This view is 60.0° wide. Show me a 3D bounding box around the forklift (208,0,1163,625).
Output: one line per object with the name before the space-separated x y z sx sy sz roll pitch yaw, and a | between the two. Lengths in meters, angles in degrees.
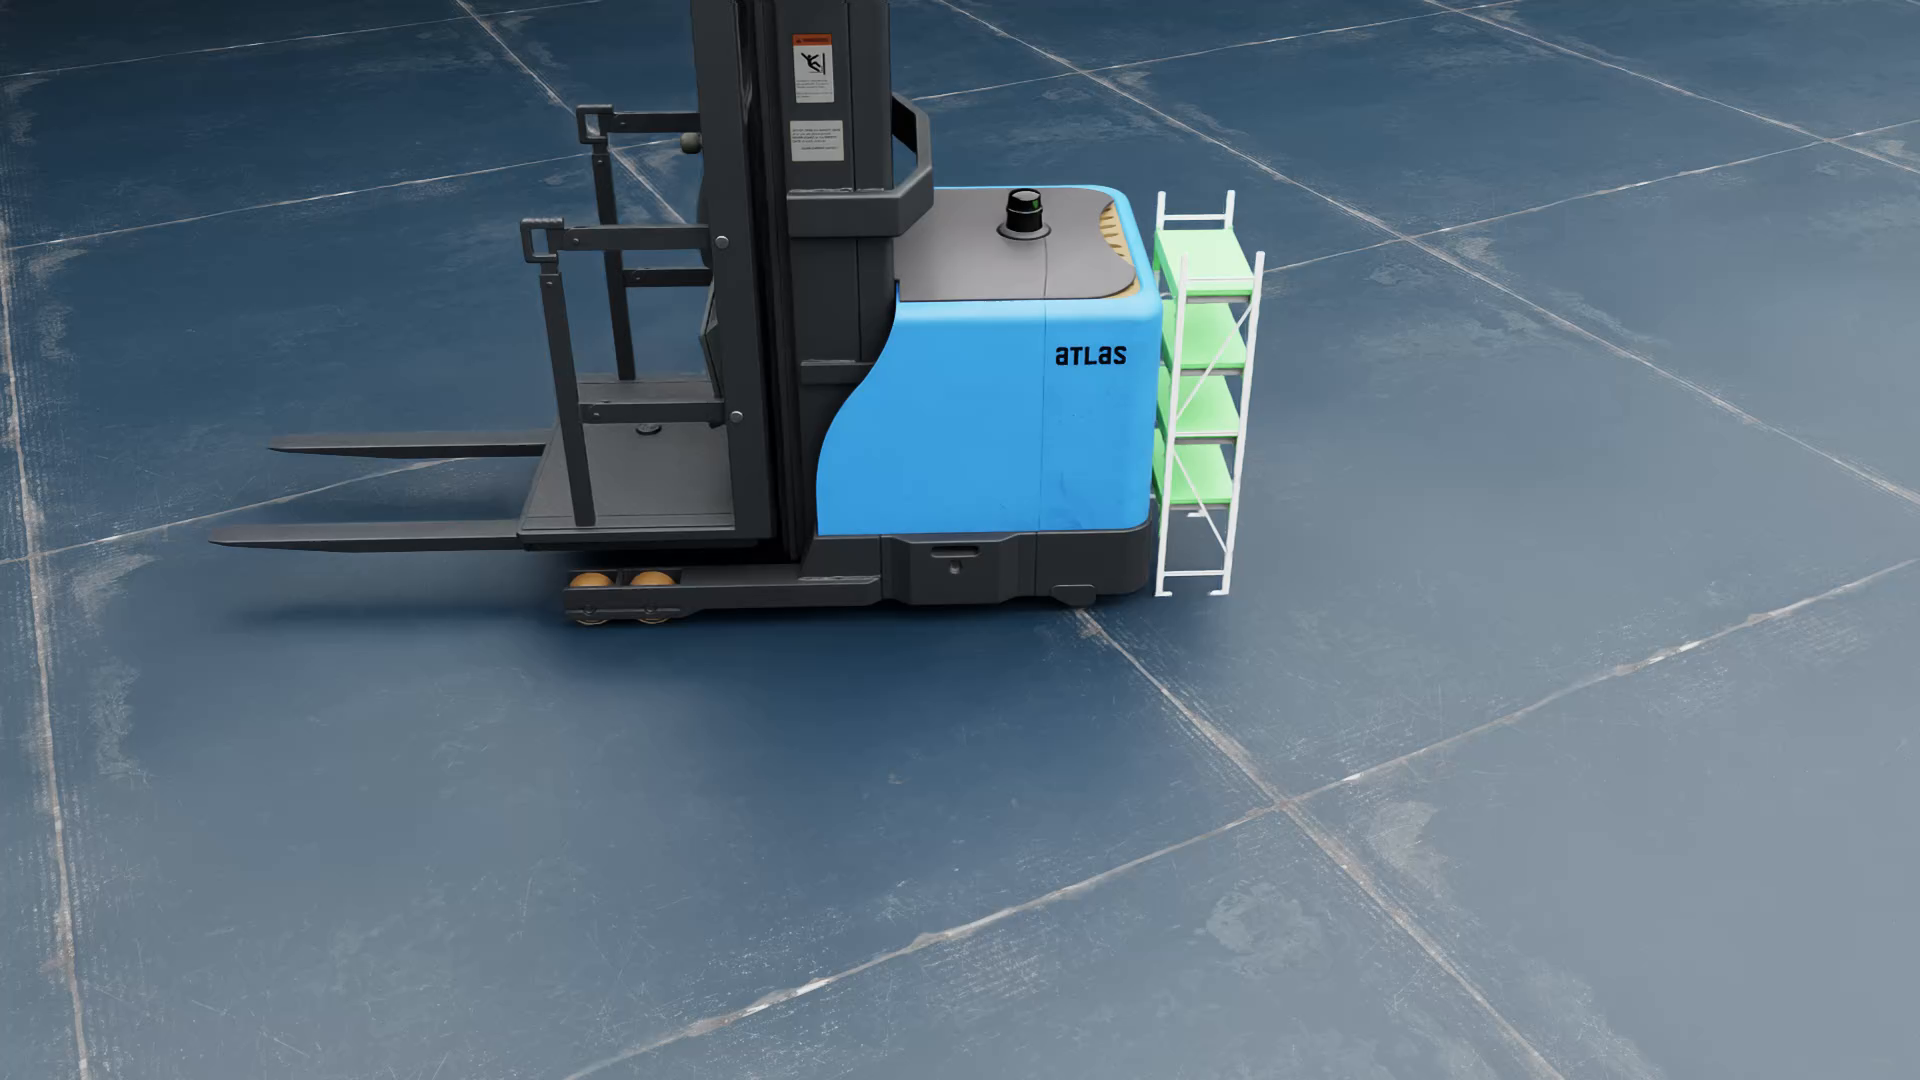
forklift | -0.915 -1.253 4.989 3.031 2.935 1.130 -1 33 -2

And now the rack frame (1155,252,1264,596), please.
rack frame | 0.762 -0.327 5.148 0.240 1.200 0.015 -1 33 -2

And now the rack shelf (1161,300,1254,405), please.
rack shelf | 0.754 -0.607 5.258 0.258 0.148 0.480 -1 33 -2

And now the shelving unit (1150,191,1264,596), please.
shelving unit | 0.754 -0.458 5.353 0.258 1.200 0.503 -1 33 -2

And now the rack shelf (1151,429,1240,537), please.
rack shelf | 0.753 -0.203 5.517 0.258 0.148 0.480 -1 33 -2

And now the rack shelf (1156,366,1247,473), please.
rack shelf | 0.754 -0.405 5.388 0.258 0.148 0.480 -1 33 -2

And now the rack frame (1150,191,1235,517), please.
rack frame | 0.745 -0.590 5.558 0.240 1.200 0.015 -1 33 -2

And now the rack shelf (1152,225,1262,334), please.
rack shelf | 0.754 -0.809 5.129 0.258 0.148 0.480 -1 33 -2
